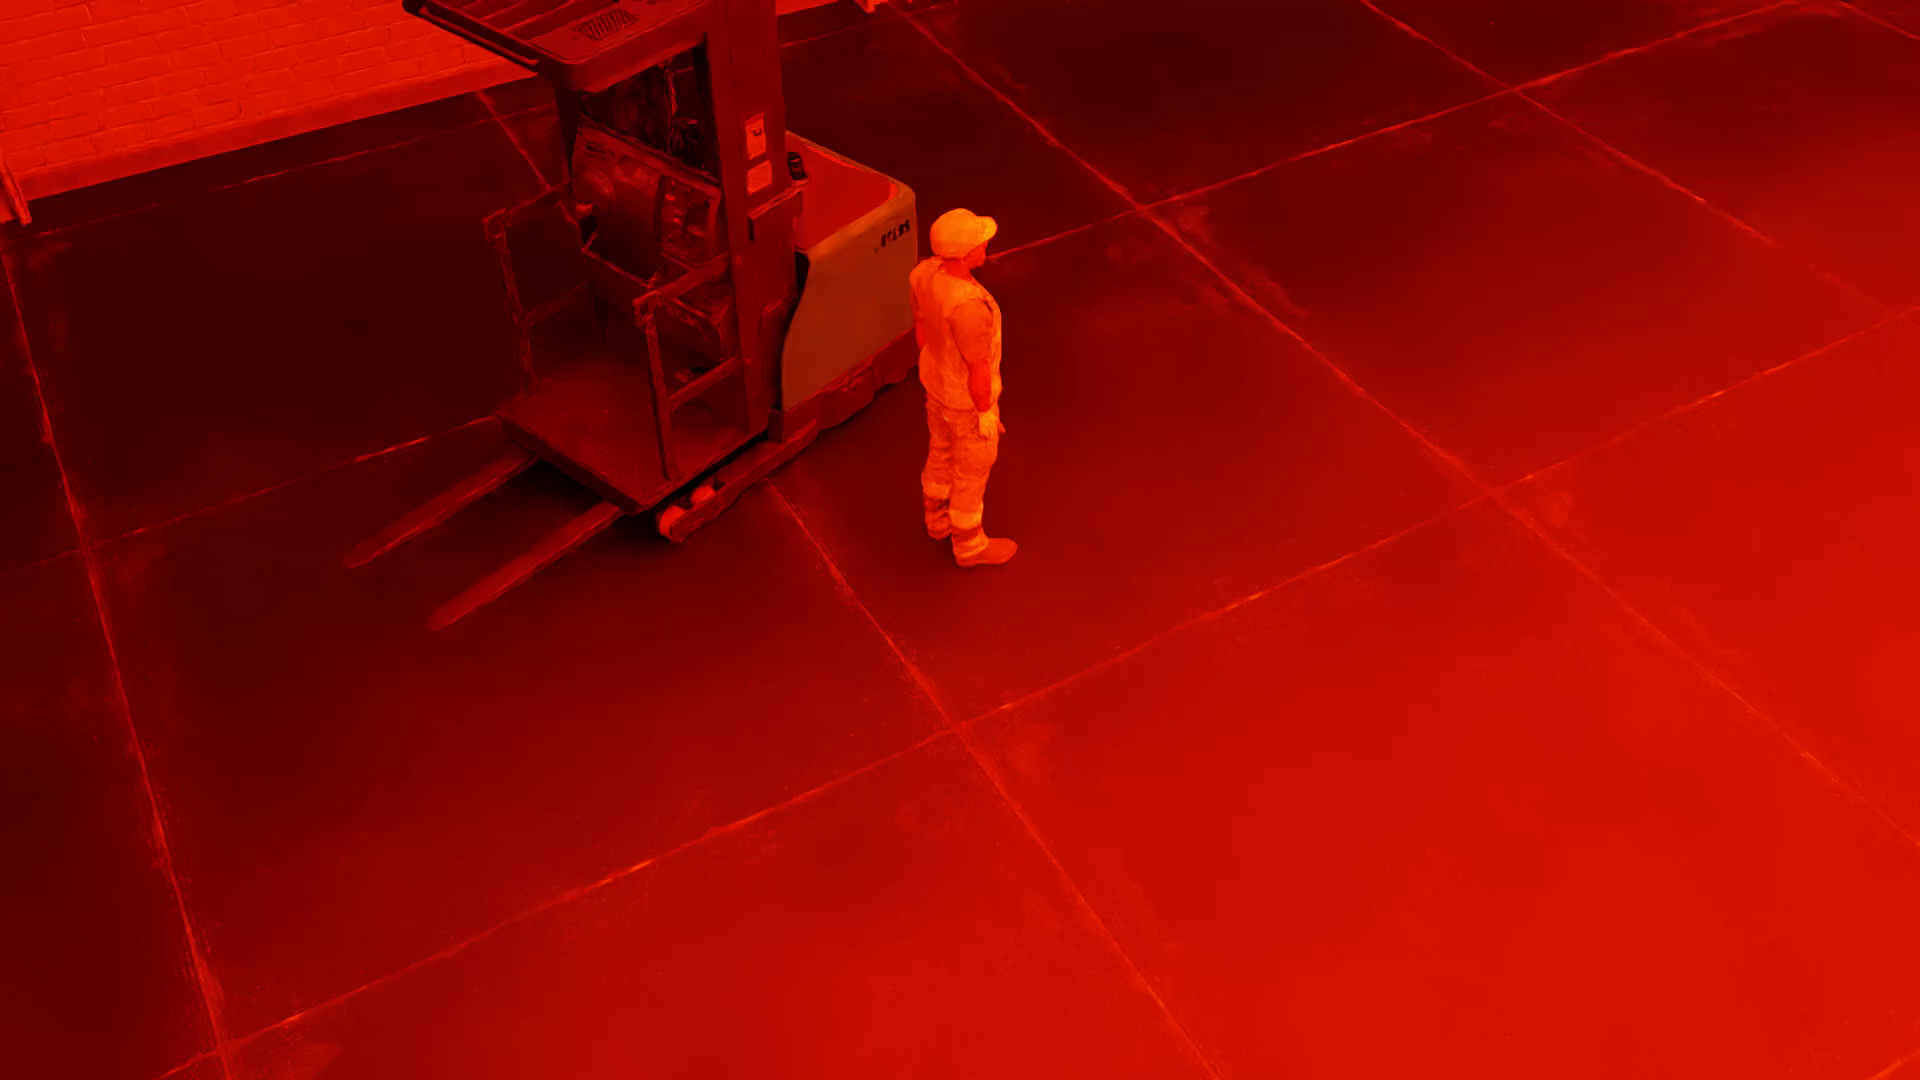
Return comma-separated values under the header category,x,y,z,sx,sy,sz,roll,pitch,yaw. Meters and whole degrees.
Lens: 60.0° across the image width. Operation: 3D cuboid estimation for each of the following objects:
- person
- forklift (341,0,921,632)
category,x,y,z,sx,sy,sz,roll,pitch,yaw
person,0.018,-0.665,7.252,0.349,1.795,0.540,-21,47,-21
forklift,-1.533,-1.454,7.265,1.130,2.935,3.031,30,50,28
